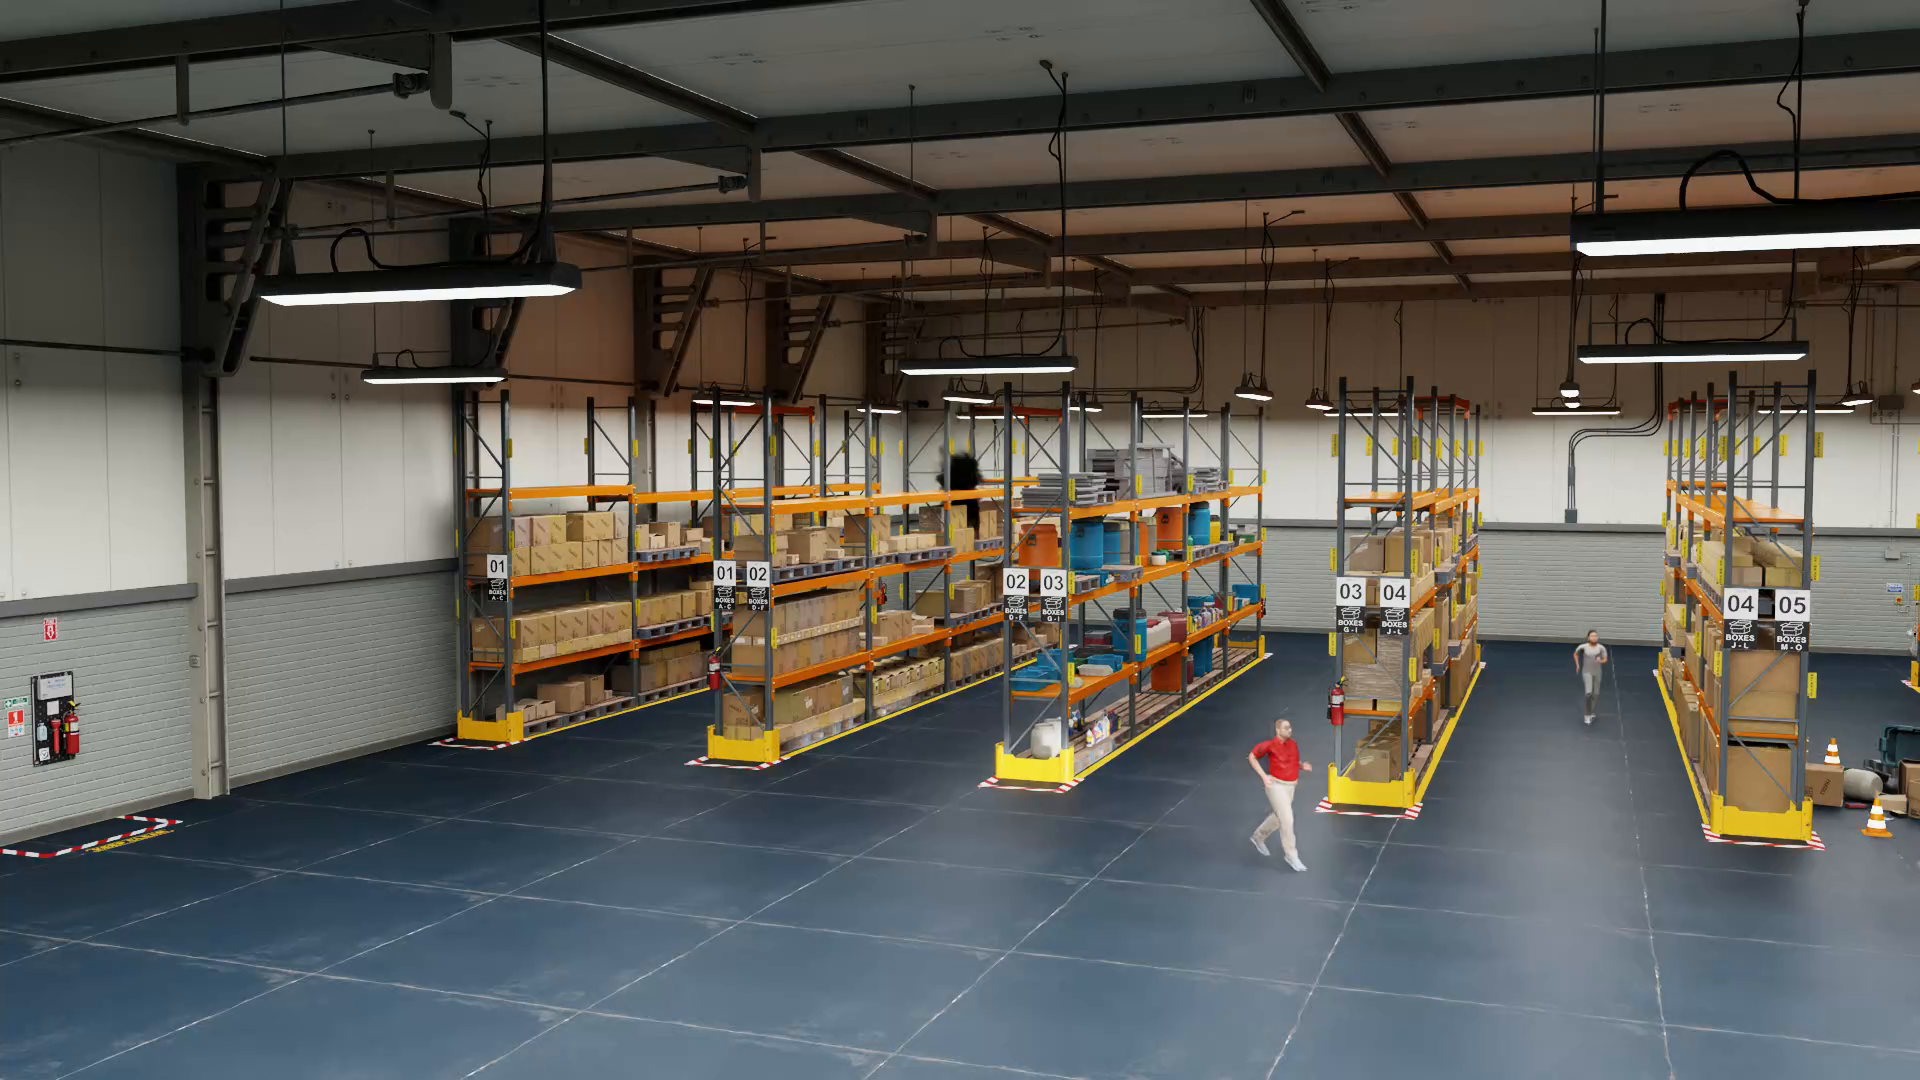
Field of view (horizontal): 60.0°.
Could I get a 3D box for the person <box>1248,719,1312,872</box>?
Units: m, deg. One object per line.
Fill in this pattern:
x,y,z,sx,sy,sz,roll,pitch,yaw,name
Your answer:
3.856,3.035,20.029,0.653,1.776,0.911,-3,4,-44,person

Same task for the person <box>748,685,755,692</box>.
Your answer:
-3.697,2.424,30.846,0.637,1.738,0.741,1,3,12,person

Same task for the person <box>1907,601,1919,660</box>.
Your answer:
20.905,2.151,36.213,0.715,1.725,0.520,-3,4,-44,person

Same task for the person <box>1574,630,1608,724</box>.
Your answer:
11.537,2.494,30.387,0.531,1.720,0.738,0,3,8,person
